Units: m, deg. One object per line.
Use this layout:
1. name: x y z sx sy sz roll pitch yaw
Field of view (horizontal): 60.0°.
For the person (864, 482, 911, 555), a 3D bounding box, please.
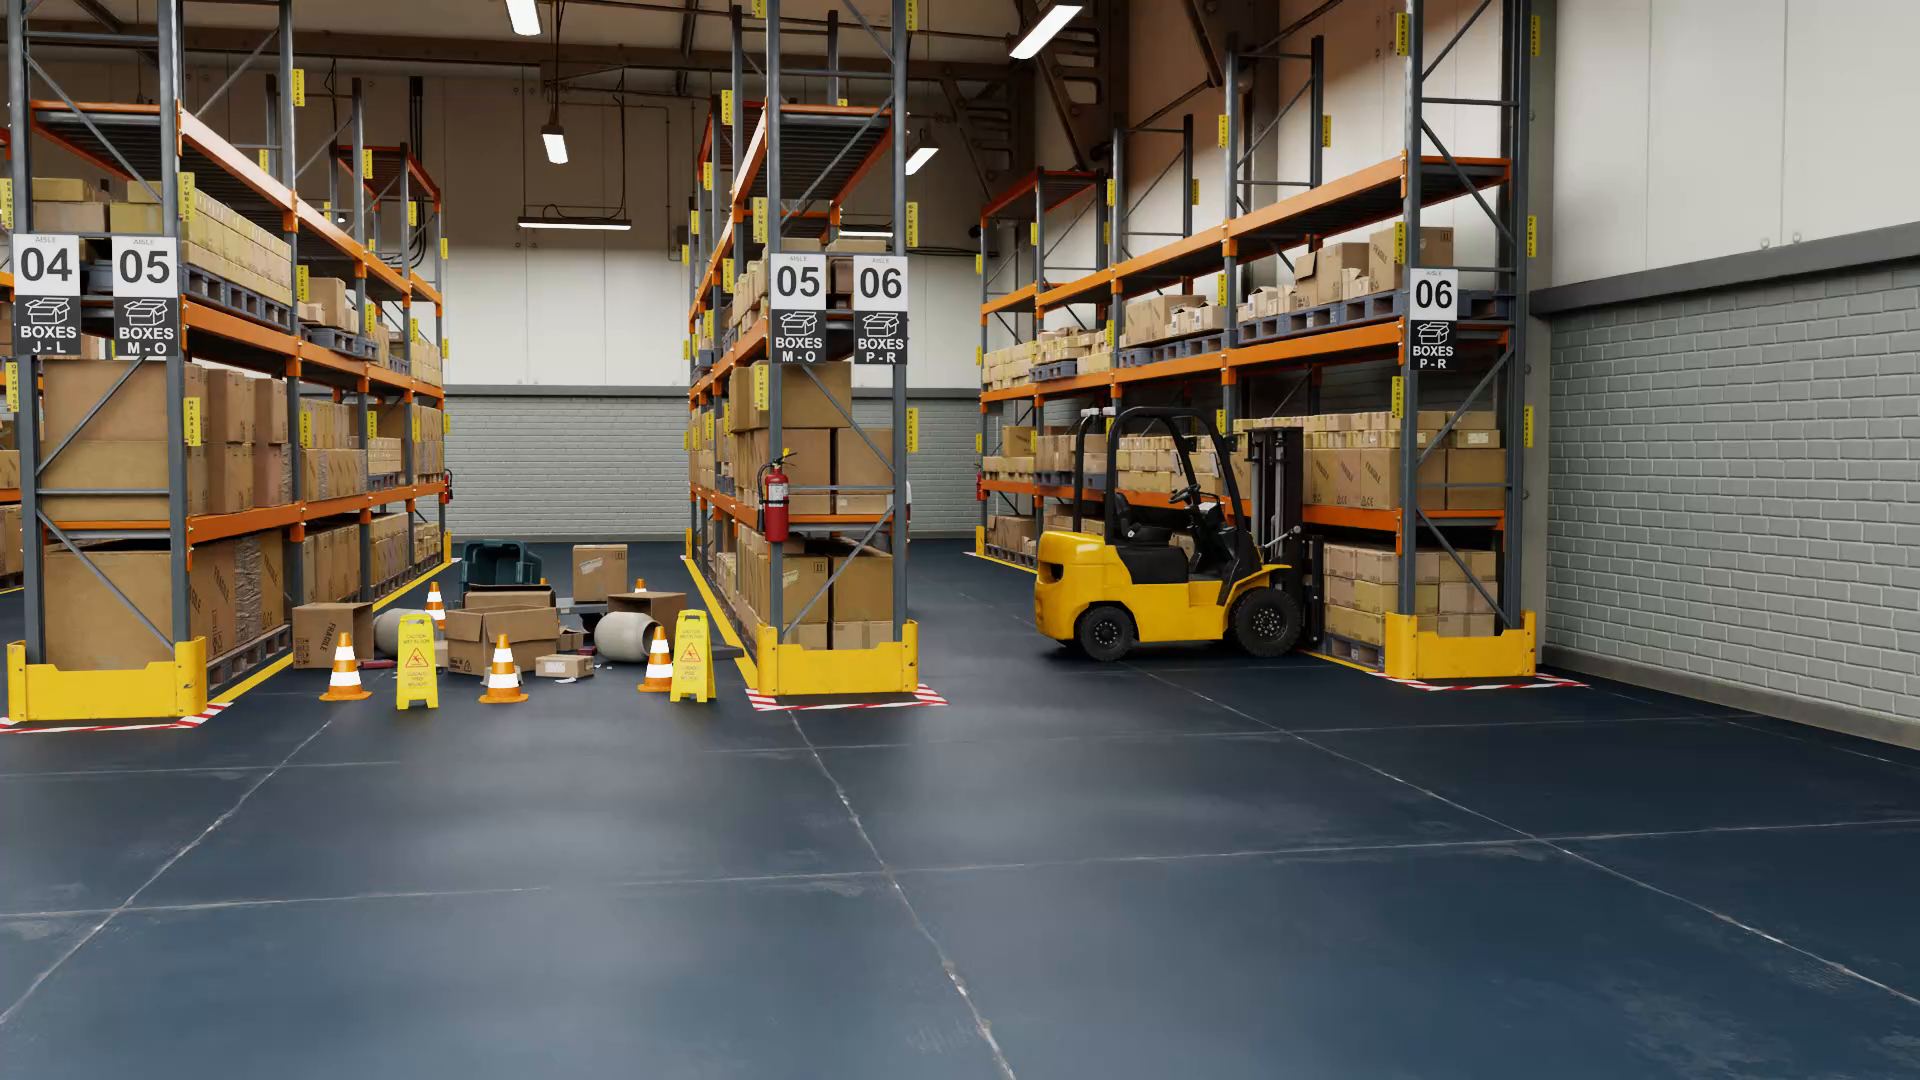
1. person: -0.858 -0.139 19.538 0.565 1.763 0.363 -1 3 -12
